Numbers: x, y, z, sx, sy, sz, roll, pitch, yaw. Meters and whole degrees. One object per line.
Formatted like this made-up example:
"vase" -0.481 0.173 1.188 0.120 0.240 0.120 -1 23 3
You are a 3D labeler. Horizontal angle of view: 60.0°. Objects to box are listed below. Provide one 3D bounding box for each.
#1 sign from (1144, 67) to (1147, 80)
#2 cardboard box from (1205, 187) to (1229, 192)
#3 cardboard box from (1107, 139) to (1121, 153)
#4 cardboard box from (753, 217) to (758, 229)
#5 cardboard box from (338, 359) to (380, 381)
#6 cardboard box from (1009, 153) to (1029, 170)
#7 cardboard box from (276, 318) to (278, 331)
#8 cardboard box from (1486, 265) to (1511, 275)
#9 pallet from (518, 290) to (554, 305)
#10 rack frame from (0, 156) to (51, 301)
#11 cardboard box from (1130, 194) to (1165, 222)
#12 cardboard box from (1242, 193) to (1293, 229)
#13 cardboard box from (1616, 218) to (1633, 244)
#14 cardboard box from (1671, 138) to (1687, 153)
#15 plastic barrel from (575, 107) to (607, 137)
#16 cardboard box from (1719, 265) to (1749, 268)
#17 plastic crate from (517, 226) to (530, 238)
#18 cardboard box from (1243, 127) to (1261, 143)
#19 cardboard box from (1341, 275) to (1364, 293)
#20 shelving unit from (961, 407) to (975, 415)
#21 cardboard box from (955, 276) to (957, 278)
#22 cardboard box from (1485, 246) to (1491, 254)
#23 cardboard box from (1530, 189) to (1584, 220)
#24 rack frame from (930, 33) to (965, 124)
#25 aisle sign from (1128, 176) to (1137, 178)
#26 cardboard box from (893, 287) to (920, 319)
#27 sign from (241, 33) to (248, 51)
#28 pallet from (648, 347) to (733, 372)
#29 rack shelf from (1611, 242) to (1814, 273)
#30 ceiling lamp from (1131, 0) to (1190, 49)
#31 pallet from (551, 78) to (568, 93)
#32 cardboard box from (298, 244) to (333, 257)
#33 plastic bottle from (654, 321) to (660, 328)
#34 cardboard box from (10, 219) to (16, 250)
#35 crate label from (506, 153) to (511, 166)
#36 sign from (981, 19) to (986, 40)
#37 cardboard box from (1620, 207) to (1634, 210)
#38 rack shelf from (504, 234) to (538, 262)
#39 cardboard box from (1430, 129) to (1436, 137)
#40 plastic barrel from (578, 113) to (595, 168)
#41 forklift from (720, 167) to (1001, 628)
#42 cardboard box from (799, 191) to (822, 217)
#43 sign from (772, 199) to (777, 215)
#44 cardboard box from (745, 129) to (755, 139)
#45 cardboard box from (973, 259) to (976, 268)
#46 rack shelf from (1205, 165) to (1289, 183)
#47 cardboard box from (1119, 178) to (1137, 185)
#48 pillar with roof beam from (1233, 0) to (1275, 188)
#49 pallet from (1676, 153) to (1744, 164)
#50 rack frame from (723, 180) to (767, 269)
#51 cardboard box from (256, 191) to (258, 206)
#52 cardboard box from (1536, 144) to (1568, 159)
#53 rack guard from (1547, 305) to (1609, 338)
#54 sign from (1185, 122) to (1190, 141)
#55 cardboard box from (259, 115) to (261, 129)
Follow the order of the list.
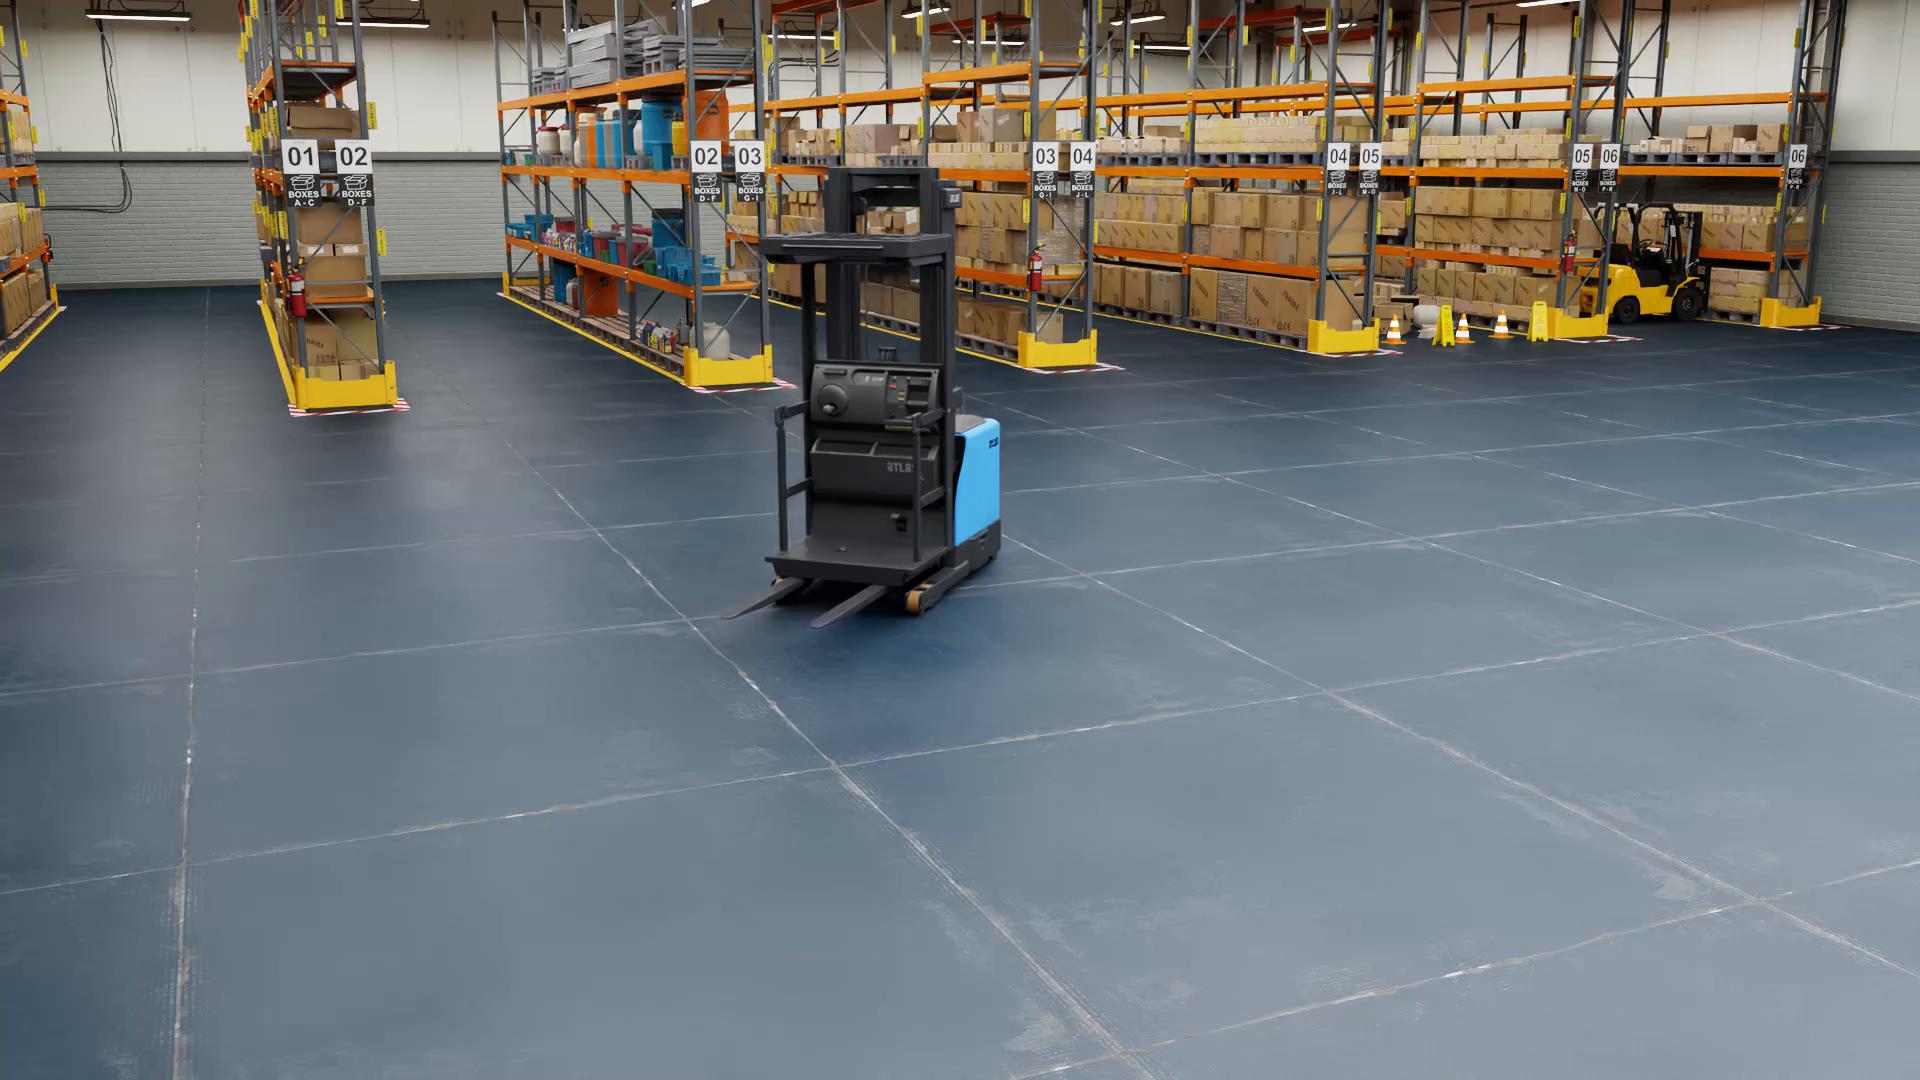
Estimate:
"sign" 4.642 -11.703 41.730 0.100 0.325 0.005 -6 14 -23
"cardboard box" 5.883 -7.730 37.678 0.500 0.500 0.500 -6 14 -23
"cardboard box" 3.137 -7.488 31.599 0.500 0.250 0.500 -5 14 -21
"cardboard box" -4.171 -6.870 36.075 0.500 0.250 0.500 -5 14 -22
"cardboard box" -7.621 -2.141 21.137 0.500 0.250 0.500 -6 14 -23
"cardboard box" 1.042 -5.504 24.181 0.500 0.250 0.500 -5 14 -22
"cardboard box" -10.874 -3.529 27.130 0.500 0.250 0.500 -6 14 -23
"cardboard box" 9.578 -4.800 29.520 0.380 0.149 0.250 -5 14 -21
"pallet" -8.700 -5.114 34.997 1.003 0.211 1.213 -6 14 -23
"rack frame" -18.557 -6.003 32.655 1.000 3.000 0.127 -6 14 -23
"cardboard box" 3.635 -6.246 31.265 0.700 0.500 0.500 -6 14 -24
"cardboard box" 5.204 -5.477 27.655 0.875 0.550 0.500 -6 14 -23
"cardboard box" 13.431 -6.144 33.040 0.500 0.500 0.500 -6 14 -25
"cardboard box" 13.809 -7.525 31.725 0.396 0.266 0.258 -6 14 -24
"plastic barrel" -6.500 -7.238 29.453 0.600 0.830 0.708 -6 14 -23
"cardboard box" 14.682 -5.059 31.527 0.500 0.250 0.500 -6 14 -23
"plastic crate" -9.035 -6.431 34.741 0.416 0.233 0.300 -6 14 -23
"cardboard box" 5.000 -6.640 27.276 0.500 0.250 0.500 -5 14 -22
"cardboard box" 7.327 -4.745 31.084 0.500 0.500 0.500 -6 14 -23
"shelving unit" -0.021 -0.523 13.299 0.215 1.050 0.252 -6 14 -23
"cardboard box" 0.058 -6.187 38.842 0.380 0.149 0.250 -6 14 -26
"cardboard box" 9.608 -5.188 29.689 0.380 0.149 0.250 -6 14 -23
"cardboard box" 10.143 -5.701 28.252 0.700 0.500 0.500 -6 14 -24
"rack frame" -0.356 -10.695 39.623 1.000 3.000 0.127 -6 14 -23
"aisle sign" 4.394 -9.550 42.213 0.394 0.787 0.004 -6 14 -23
"cardboard box" -0.759 -4.207 29.463 0.700 0.500 0.500 -7 15 -28
"sign" -12.922 -8.996 30.034 0.100 0.325 0.005 -6 14 -23
"pallet" -3.949 -2.665 24.417 1.003 0.211 1.213 -6 14 -23
"rack shelf" 14.294 -5.446 31.846 1.077 0.370 4.000 -6 14 -23
"ceiling lamp" 5.479 -14.799 44.411 2.000 3.185 0.800 -6 14 -23
"pallet" -6.536 -8.033 29.425 1.213 0.211 1.003 -6 14 -23
"cardboard box" -7.938 -3.572 20.491 0.380 0.149 0.250 -6 14 -24
"plastic bottle" -4.597 -3.151 25.232 0.144 0.351 0.185 -6 14 -23
"cardboard box" -16.132 -5.098 27.820 0.500 0.500 0.500 -6 14 -23
"crate label" -9.406 -8.067 35.250 0.408 0.251 0.502 -6 14 -23
"sign" 0.370 -8.328 27.146 0.100 0.325 0.005 -6 14 -23
"cardboard box" 13.348 -6.627 33.031 0.380 0.149 0.250 -5 14 -22
"rack shelf" -8.678 -6.134 34.817 1.077 0.370 4.000 -6 14 -23
"cardboard box" 8.870 -7.856 32.303 0.500 0.250 0.500 -6 14 -24
"plastic barrel" -6.145 -6.761 28.167 0.600 0.901 0.600 0 13 0
"forklift" -0.662 -1.027 11.307 1.130 2.935 3.031 5 14 19
"cardboard box" -2.811 -6.782 33.575 0.797 0.503 0.637 -5 14 -22
"sign" -3.847 -6.929 34.559 0.100 0.325 0.005 -6 14 -23
"cardboard box" -4.317 -8.776 36.610 0.700 0.500 0.500 -7 15 -27
"cardboard box" 0.431 -4.316 25.922 0.380 0.149 0.250 -6 14 -23
"rack shelf" 6.542 -8.112 36.708 1.077 0.370 4.000 -6 14 -23
"cardboard box" 4.198 -8.946 41.493 0.380 0.149 0.250 -5 14 -22
"pillar with roof beam" 4.487 -11.862 44.664 9.100 9.000 0.548 -6 14 -23
"pallet" 14.343 -7.203 31.383 1.003 0.211 1.213 -6 14 -23
"rack frame" -4.941 -7.345 38.454 1.000 3.000 0.127 -6 14 -23
"cardboard box" -14.083 -6.872 33.968 0.500 0.500 0.500 -5 14 -21
"cardboard box" 10.096 -6.549 28.035 0.500 0.250 0.500 -6 14 -24
"rack guard" 10.518 -3.733 28.388 1.175 0.500 0.348 -6 14 -23
"sign" 3.957 -7.109 28.935 0.100 0.325 0.005 -6 14 -23
"cardboard box" -13.263 -8.027 32.310 0.700 0.500 0.500 -6 14 -23
